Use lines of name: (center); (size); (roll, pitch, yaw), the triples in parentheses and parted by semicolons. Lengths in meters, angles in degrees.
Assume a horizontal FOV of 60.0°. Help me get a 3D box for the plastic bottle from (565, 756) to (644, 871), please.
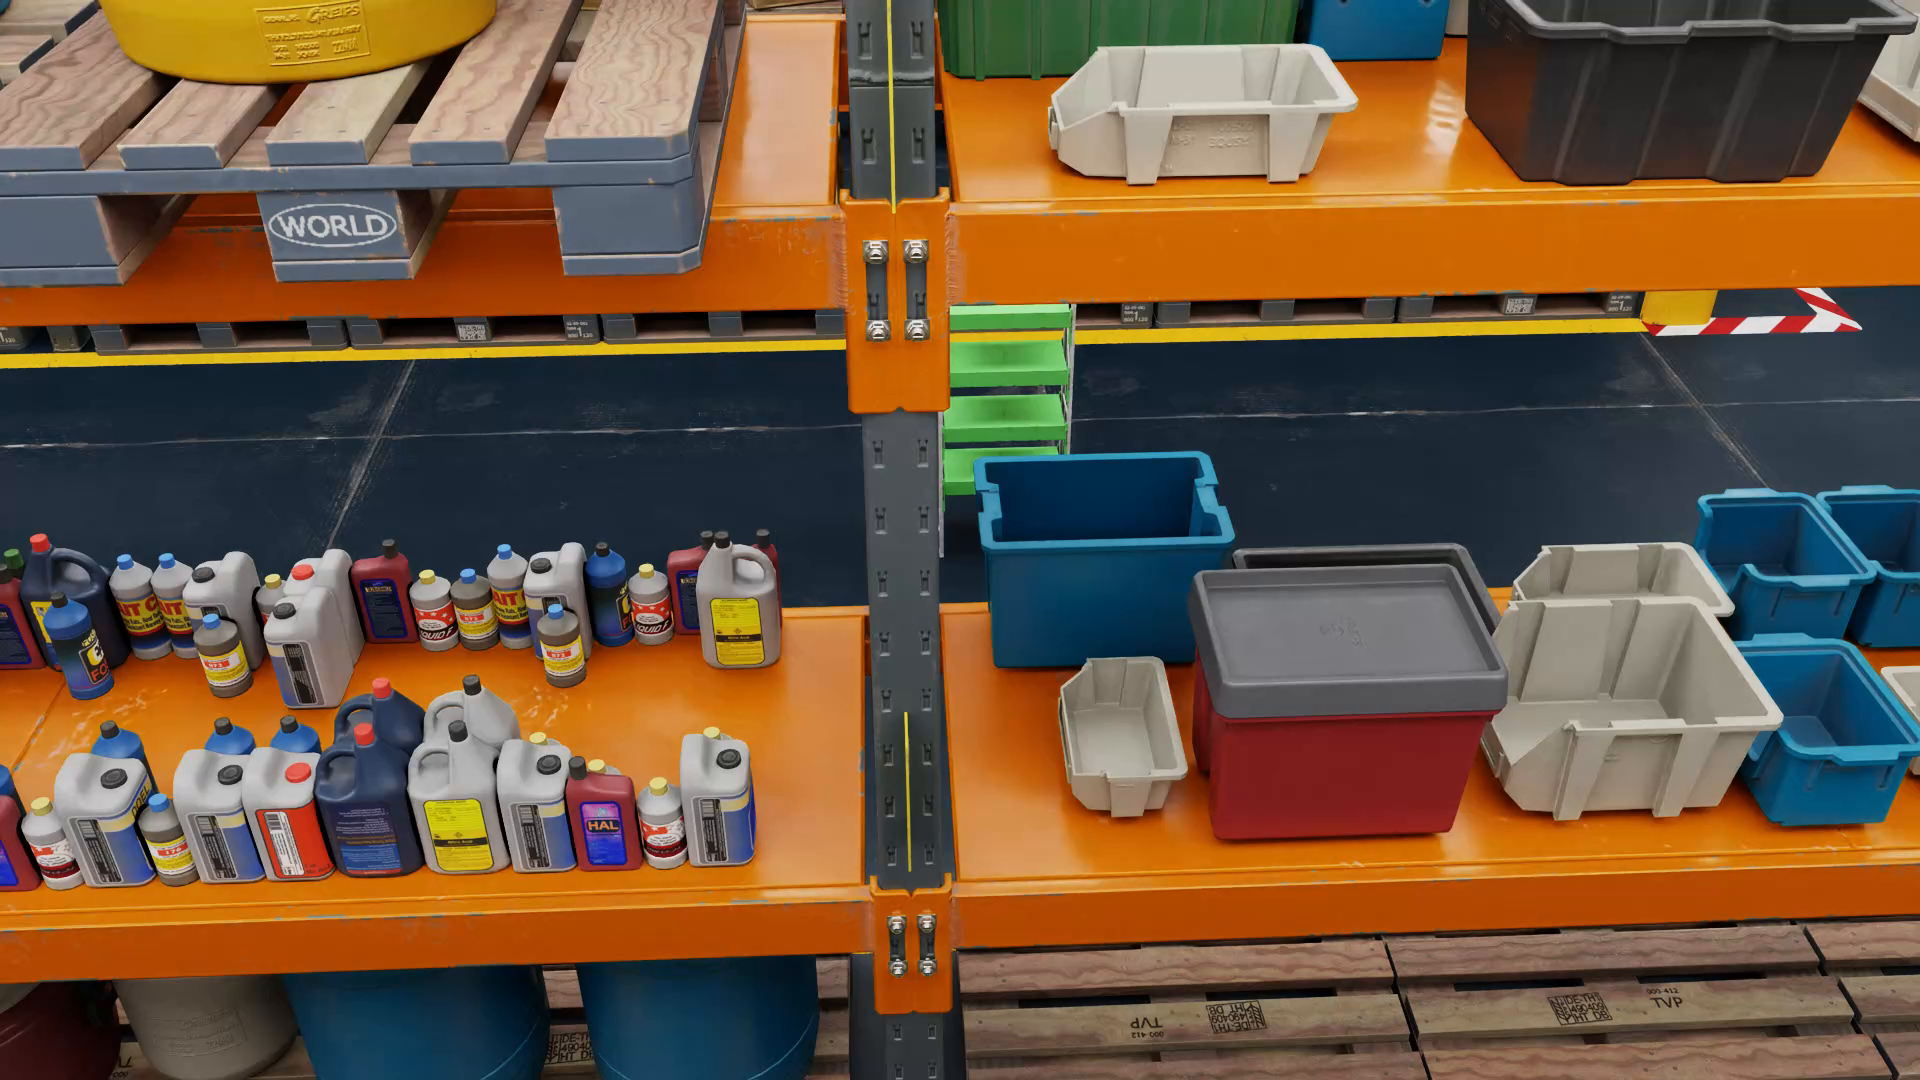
plastic bottle: (-0.731, 0.559, 3.409); (0.133, 0.283, 0.061); (-2, 35, -2)

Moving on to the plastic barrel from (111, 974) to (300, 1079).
plastic barrel: (-1.943, 1.123, 4.309); (0.421, 0.512, 0.421); (0, 35, 0)

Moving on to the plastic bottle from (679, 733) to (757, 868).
plastic bottle: (-0.502, 0.529, 3.458); (0.135, 0.276, 0.152); (-2, 35, -2)

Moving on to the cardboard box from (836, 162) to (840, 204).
cardboard box: (-0.834, -1.508, 8.104); (0.500, 0.500, 0.500); (-2, 35, -2)

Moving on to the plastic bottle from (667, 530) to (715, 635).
plastic bottle: (-0.643, 0.103, 4.068); (0.133, 0.283, 0.061); (-2, 35, -2)

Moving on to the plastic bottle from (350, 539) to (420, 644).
plastic bottle: (-1.397, 0.123, 4.038); (0.133, 0.283, 0.061); (-2, 35, -2)

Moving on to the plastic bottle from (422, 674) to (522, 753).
plastic bottle: (-1.033, 0.433, 3.531); (0.185, 0.351, 0.144); (-2, 35, -2)

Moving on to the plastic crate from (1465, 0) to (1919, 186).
plastic crate: (1.130, -0.773, 2.710); (0.590, 0.269, 0.497); (-2, 35, -2)

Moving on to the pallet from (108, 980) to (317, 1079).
pallet: (-2.118, 1.462, 4.451); (1.213, 0.211, 1.003); (-2, 35, -2)

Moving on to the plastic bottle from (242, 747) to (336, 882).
plastic bottle: (-1.371, 0.553, 3.424); (0.135, 0.276, 0.152); (-2, 35, -2)

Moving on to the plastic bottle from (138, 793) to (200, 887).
plastic bottle: (-1.620, 0.606, 3.413); (0.097, 0.201, 0.097); (0, 35, 0)

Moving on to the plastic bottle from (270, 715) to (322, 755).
plastic bottle: (-1.395, 0.484, 3.527); (0.097, 0.271, 0.097); (0, 35, 0)

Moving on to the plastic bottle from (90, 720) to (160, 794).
plastic bottle: (-1.761, 0.494, 3.513); (0.097, 0.271, 0.097); (0, 35, 0)

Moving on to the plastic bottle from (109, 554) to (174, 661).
plastic bottle: (-1.975, 0.154, 4.004); (0.097, 0.271, 0.097); (0, 35, 0)

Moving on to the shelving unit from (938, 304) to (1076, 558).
shelving unit: (0.165, -0.498, 6.415); (0.503, 1.200, 0.258); (-2, 35, -2)

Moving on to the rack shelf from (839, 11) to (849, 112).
rack shelf: (-2.352, -2.182, 7.899); (4.000, 0.370, 1.077); (-2, 35, -2)

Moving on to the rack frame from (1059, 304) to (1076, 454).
rack frame: (0.409, -0.504, 6.424); (0.015, 1.200, 0.240); (-2, 35, -2)

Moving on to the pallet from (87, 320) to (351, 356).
pallet: (-3.602, -1.276, 8.408); (1.213, 0.211, 1.003); (-2, 35, -2)

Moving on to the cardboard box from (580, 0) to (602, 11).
cardboard box: (-1.522, -2.805, 7.711); (0.500, 0.500, 0.700); (4, 35, 5)

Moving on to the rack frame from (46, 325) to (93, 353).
rack frame: (-4.350, -2.424, 7.617); (0.127, 3.000, 1.000); (-2, 35, -2)

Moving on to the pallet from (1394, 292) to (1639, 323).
pallet: (2.769, -1.469, 8.687); (1.213, 0.211, 1.003); (-2, 35, -2)

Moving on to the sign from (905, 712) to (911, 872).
sign: (-0.099, 0.483, 3.173); (0.005, 0.325, 0.100); (-2, 35, -2)

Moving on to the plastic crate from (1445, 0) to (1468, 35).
plastic crate: (1.129, -1.092, 3.287); (0.466, 0.136, 0.293); (-2, 35, -2)

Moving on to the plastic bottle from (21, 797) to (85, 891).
plastic bottle: (-1.851, 0.612, 3.404); (0.097, 0.201, 0.097); (0, 35, 0)

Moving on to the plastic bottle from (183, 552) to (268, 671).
plastic bottle: (-1.761, 0.162, 3.989); (0.135, 0.276, 0.152); (-2, 35, -2)

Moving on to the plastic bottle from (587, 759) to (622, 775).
plastic bottle: (-0.753, 0.548, 3.497); (0.097, 0.201, 0.097); (0, 35, 0)

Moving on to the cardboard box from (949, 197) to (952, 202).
cardboard box: (0.075, -1.495, 8.251); (0.500, 0.311, 0.500); (-2, 35, -2)

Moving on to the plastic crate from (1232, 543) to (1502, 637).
plastic crate: (0.982, 0.190, 4.029); (0.590, 0.125, 0.437); (-2, 35, -2)

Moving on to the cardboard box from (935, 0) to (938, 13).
cardboard box: (0.133, -2.732, 7.974); (0.500, 0.500, 0.500); (-1, 35, -1)

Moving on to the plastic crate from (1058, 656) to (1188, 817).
plastic crate: (0.348, 0.437, 3.662); (0.243, 0.136, 0.396); (-2, 35, -2)

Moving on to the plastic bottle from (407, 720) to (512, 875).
plastic bottle: (-1.026, 0.515, 3.413); (0.185, 0.351, 0.144); (-2, 35, -2)

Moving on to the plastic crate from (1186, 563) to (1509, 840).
plastic crate: (0.780, 0.352, 3.497); (0.583, 0.464, 0.402); (-2, 35, -2)

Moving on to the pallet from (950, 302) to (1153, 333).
pallet: (0.332, -1.403, 8.592); (1.213, 0.211, 1.003); (-2, 35, -2)

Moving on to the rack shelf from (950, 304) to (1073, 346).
rack shelf: (0.165, -0.840, 6.178); (0.480, 0.148, 0.258); (-2, 35, -2)

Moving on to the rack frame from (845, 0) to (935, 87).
rack frame: (-0.124, -2.183, 1.996); (0.127, 3.000, 1.000); (-2, 35, -2)

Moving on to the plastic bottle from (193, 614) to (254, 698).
plastic bottle: (-1.736, 0.263, 3.908); (0.097, 0.201, 0.097); (0, 35, 0)

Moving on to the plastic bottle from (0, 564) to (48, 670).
plastic bottle: (-2.273, 0.182, 3.954); (0.133, 0.283, 0.061); (-2, 35, -2)

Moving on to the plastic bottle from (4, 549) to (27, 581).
plastic bottle: (-2.276, 0.147, 4.004); (0.133, 0.283, 0.061); (-2, 35, -2)

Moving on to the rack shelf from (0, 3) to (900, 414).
rack shelf: (-2.121, -0.600, 2.977); (4.000, 0.370, 1.077); (-2, 35, -2)

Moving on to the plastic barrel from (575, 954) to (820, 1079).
plastic barrel: (-0.668, 0.979, 4.174); (0.708, 0.901, 0.600); (-2, 35, -2)

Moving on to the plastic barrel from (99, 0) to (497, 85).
plastic barrel: (-1.026, -1.059, 2.475); (0.600, 0.588, 0.600); (0, 35, 0)

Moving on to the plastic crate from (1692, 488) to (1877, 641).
plastic crate: (1.995, 0.084, 4.088); (0.300, 0.233, 0.416); (-2, 35, -2)

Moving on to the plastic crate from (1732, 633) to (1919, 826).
plastic crate: (1.833, 0.422, 3.599); (0.300, 0.233, 0.416); (-2, 35, -2)

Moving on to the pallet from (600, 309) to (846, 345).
pallet: (-1.165, -1.342, 8.503); (1.213, 0.211, 1.003); (-2, 35, -2)

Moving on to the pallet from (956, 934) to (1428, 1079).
pallet: (0.609, 1.389, 4.558); (1.213, 0.211, 1.003); (-2, 35, -2)

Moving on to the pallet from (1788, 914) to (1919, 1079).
pallet: (3.046, 1.323, 4.653); (1.213, 0.211, 1.003); (-2, 35, -2)

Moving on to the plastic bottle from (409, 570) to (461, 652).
plastic bottle: (-1.281, 0.164, 4.051); (0.097, 0.201, 0.097); (0, 35, 0)

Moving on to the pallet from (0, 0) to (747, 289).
pallet: (-0.902, -0.795, 2.793); (1.003, 0.211, 1.213); (-2, 35, -2)

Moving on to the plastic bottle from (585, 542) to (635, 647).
plastic bottle: (-0.855, 0.124, 4.048); (0.097, 0.271, 0.097); (0, 35, 0)

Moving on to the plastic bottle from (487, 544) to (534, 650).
plastic bottle: (-1.087, 0.130, 4.039); (0.097, 0.271, 0.097); (0, 35, 0)

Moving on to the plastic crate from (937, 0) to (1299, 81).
plastic crate: (0.285, -1.045, 3.175); (0.662, 0.188, 0.450); (-2, 35, -2)

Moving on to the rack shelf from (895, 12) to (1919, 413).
rack shelf: (1.874, -0.707, 3.133); (4.000, 0.370, 1.077); (-2, 35, -2)

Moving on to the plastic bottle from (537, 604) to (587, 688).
plastic bottle: (-0.945, 0.242, 3.939); (0.097, 0.201, 0.097); (0, 35, 0)

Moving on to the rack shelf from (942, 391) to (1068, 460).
rack shelf: (0.165, -0.445, 6.451); (0.480, 0.148, 0.258); (-2, 35, -2)
